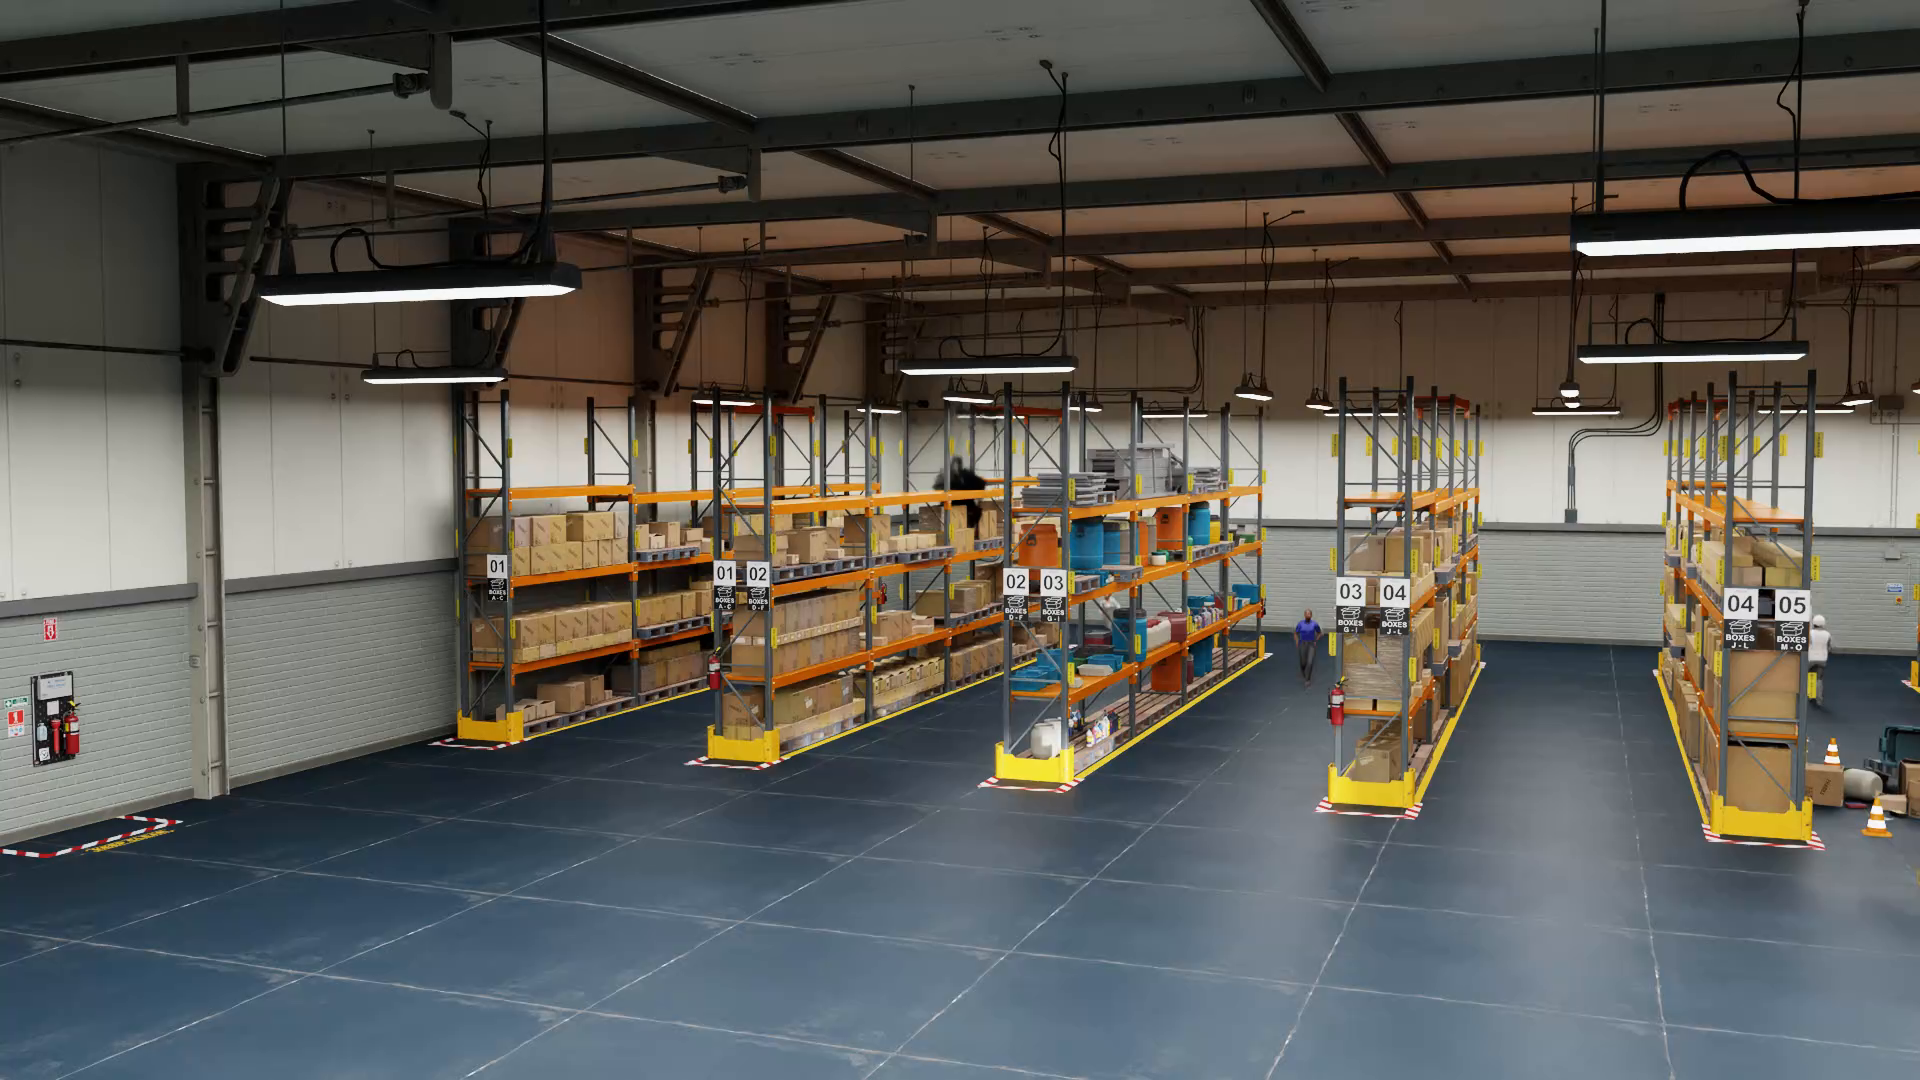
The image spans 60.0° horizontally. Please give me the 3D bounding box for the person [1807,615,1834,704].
[{"bbox_3d":[16.752,2.333,32.598,0.669,1.734,0.618,1,3,14],"label":"person"}]

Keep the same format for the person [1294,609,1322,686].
[{"bbox_3d":[7.374,2.269,35.258,0.582,1.618,0.578,1,3,12],"label":"person"}]

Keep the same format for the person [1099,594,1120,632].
[{"bbox_3d":[3.727,1.982,41.135,0.595,1.498,0.529,0,3,2],"label":"person"}]

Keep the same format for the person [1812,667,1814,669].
[{"bbox_3d":[18.556,2.076,36.993,0.835,1.836,0.672,1,3,20],"label":"person"}]
